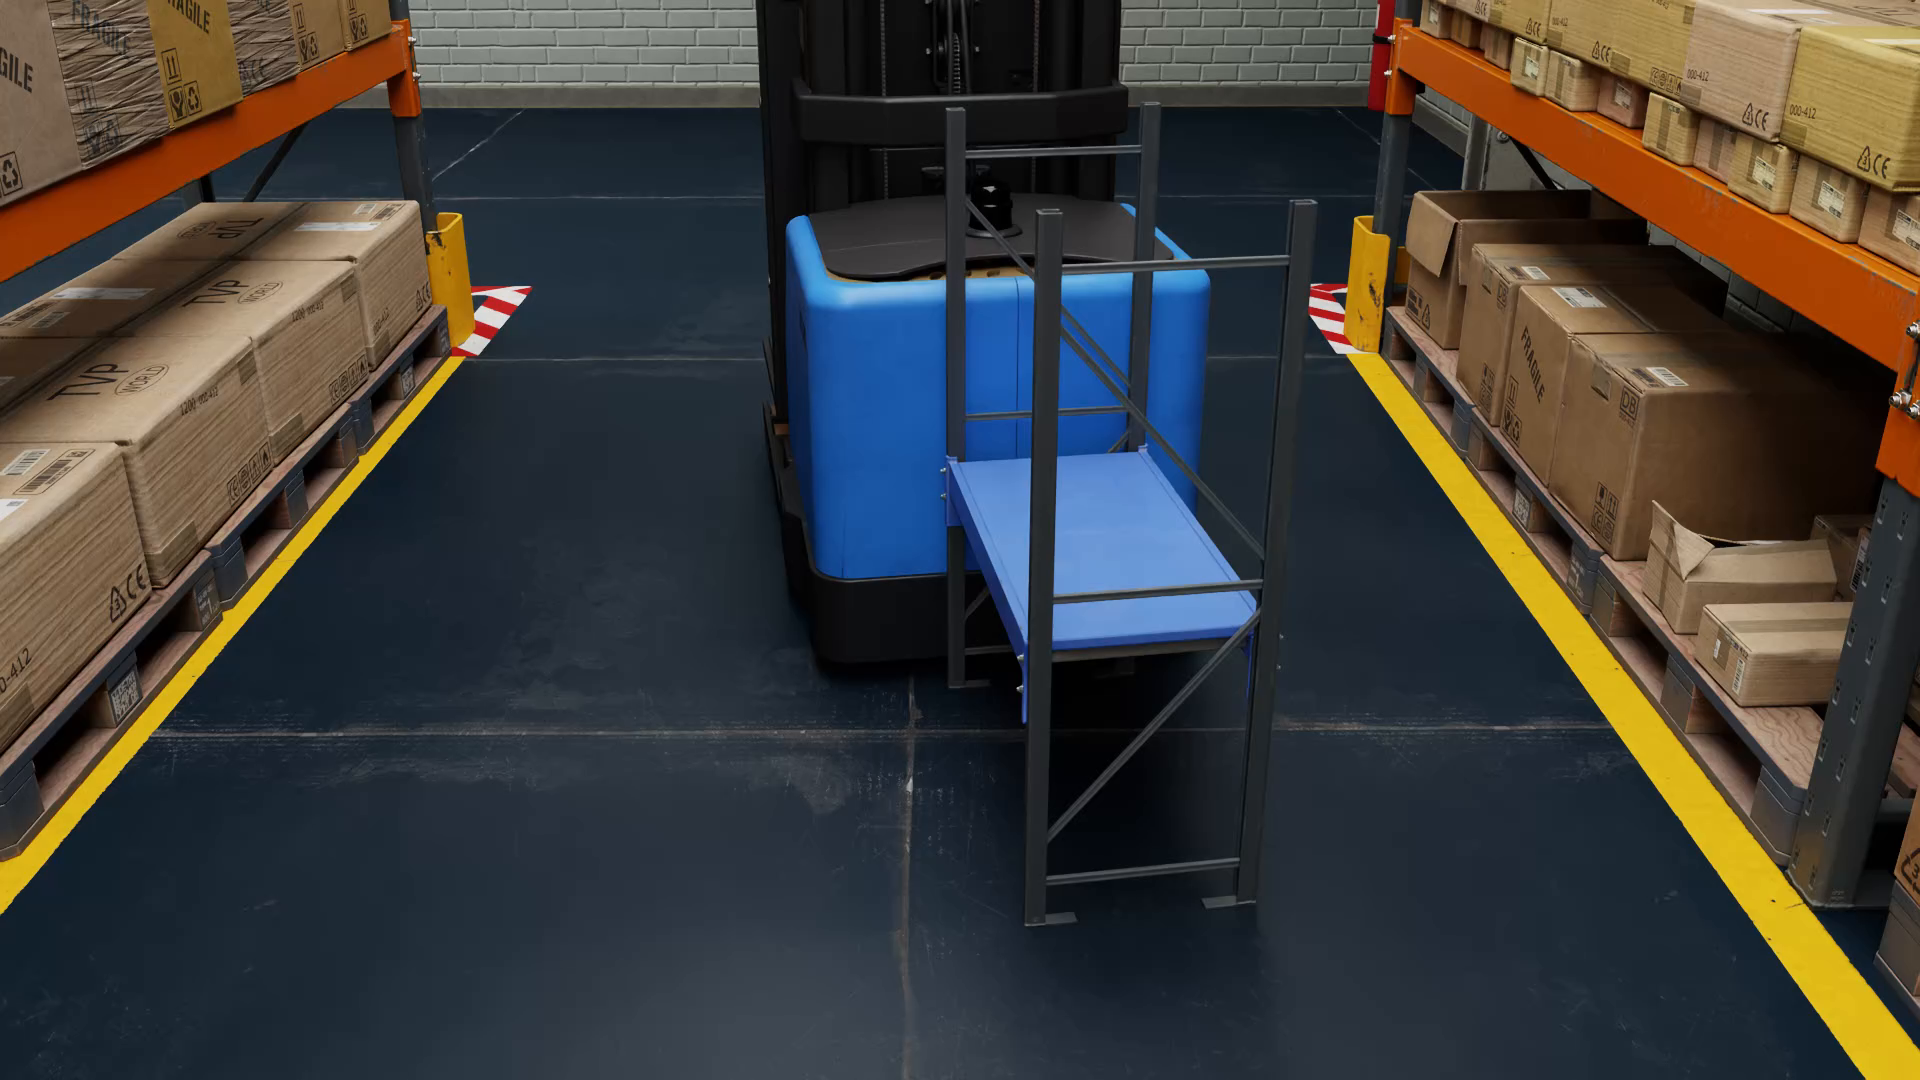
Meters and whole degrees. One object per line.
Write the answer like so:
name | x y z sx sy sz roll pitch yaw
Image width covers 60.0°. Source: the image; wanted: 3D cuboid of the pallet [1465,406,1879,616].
pallet | 2.276 -0.126 5.272 1.003 0.211 1.213 0 24 -1

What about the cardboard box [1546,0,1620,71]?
cardboard box | 2.032 -1.510 4.769 0.500 0.250 0.500 -1 24 -2

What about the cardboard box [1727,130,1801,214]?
cardboard box | 1.991 -0.839 3.771 0.380 0.149 0.250 0 24 1

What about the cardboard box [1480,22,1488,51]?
cardboard box | 2.071 -1.794 5.881 0.380 0.149 0.250 -1 24 -1

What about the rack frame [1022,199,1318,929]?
rack frame | 0.379 0.103 3.202 0.500 1.500 0.032 -4 25 -8

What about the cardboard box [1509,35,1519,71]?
cardboard box | 2.021 -1.580 5.408 0.380 0.149 0.250 0 24 0

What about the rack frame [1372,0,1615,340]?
rack frame | 2.255 -2.258 6.602 1.000 3.000 0.127 0 24 -1

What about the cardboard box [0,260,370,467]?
cardboard box | -2.583 -0.609 5.557 0.875 0.438 0.875 0 24 1

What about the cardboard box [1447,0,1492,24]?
cardboard box | 1.996 -1.929 5.696 0.500 0.250 0.500 0 24 0

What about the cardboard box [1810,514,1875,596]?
cardboard box | 2.523 0.046 4.458 0.380 0.149 0.250 -1 24 -1

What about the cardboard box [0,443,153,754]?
cardboard box | -2.564 0.131 3.919 0.875 0.438 0.875 -1 24 -1

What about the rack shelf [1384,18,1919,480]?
rack shelf | 2.277 -1.106 4.928 1.077 0.370 4.000 0 24 -1

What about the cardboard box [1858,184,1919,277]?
cardboard box | 2.043 -0.625 3.297 0.380 0.149 0.250 0 24 0

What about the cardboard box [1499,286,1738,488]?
cardboard box | 2.043 -0.487 5.210 0.500 0.500 0.500 0 24 0

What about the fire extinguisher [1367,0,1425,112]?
fire extinguisher | 1.791 -2.111 6.824 0.296 0.674 0.183 0 24 -1

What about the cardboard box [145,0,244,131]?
cardboard box | -2.414 -1.450 4.695 0.500 0.500 0.500 0 24 1

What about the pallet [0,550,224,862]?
pallet | -2.595 0.371 4.173 1.003 0.211 1.213 0 24 -1

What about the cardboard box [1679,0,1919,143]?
cardboard box | 2.029 -1.092 3.845 0.500 0.250 0.500 0 24 0

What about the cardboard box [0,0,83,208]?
cardboard box | -2.409 -1.033 3.773 0.500 0.500 0.500 0 24 0

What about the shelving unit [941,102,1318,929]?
shelving unit | 0.297 -0.103 3.659 0.538 1.500 1.048 -4 25 -8

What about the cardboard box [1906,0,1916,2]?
cardboard box | 2.547 -1.301 4.308 0.500 0.250 0.500 0 24 1

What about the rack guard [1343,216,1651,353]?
rack guard | 2.256 -1.087 7.048 1.175 0.500 0.348 0 24 -1

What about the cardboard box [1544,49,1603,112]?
cardboard box | 1.972 -1.367 4.938 0.380 0.149 0.250 0 24 1

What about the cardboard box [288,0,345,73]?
cardboard box | -2.448 -1.875 5.634 0.500 0.500 0.500 -1 24 -2

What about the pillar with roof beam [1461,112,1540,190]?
pillar with roof beam | -1.178 -6.087 7.788 9.100 9.000 0.400 0 24 -1

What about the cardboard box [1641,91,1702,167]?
cardboard box | 1.985 -1.053 4.243 0.380 0.149 0.250 -1 24 -1

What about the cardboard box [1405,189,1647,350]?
cardboard box | 2.167 -1.059 6.472 0.797 0.503 0.637 -1 24 -3

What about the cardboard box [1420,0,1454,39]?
cardboard box | 1.984 -2.007 6.351 0.380 0.149 0.250 0 24 -1

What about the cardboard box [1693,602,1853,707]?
cardboard box | 1.999 0.270 3.963 0.380 0.149 0.250 -1 24 -2

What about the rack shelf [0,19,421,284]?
rack shelf | -2.686 -1.082 4.875 1.077 0.370 4.000 0 24 -1

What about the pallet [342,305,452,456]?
pallet | -2.621 -0.634 6.396 1.003 0.211 1.213 0 24 -1

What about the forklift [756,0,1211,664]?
forklift | -0.101 -1.589 5.207 1.130 2.935 3.031 -4 25 -9
